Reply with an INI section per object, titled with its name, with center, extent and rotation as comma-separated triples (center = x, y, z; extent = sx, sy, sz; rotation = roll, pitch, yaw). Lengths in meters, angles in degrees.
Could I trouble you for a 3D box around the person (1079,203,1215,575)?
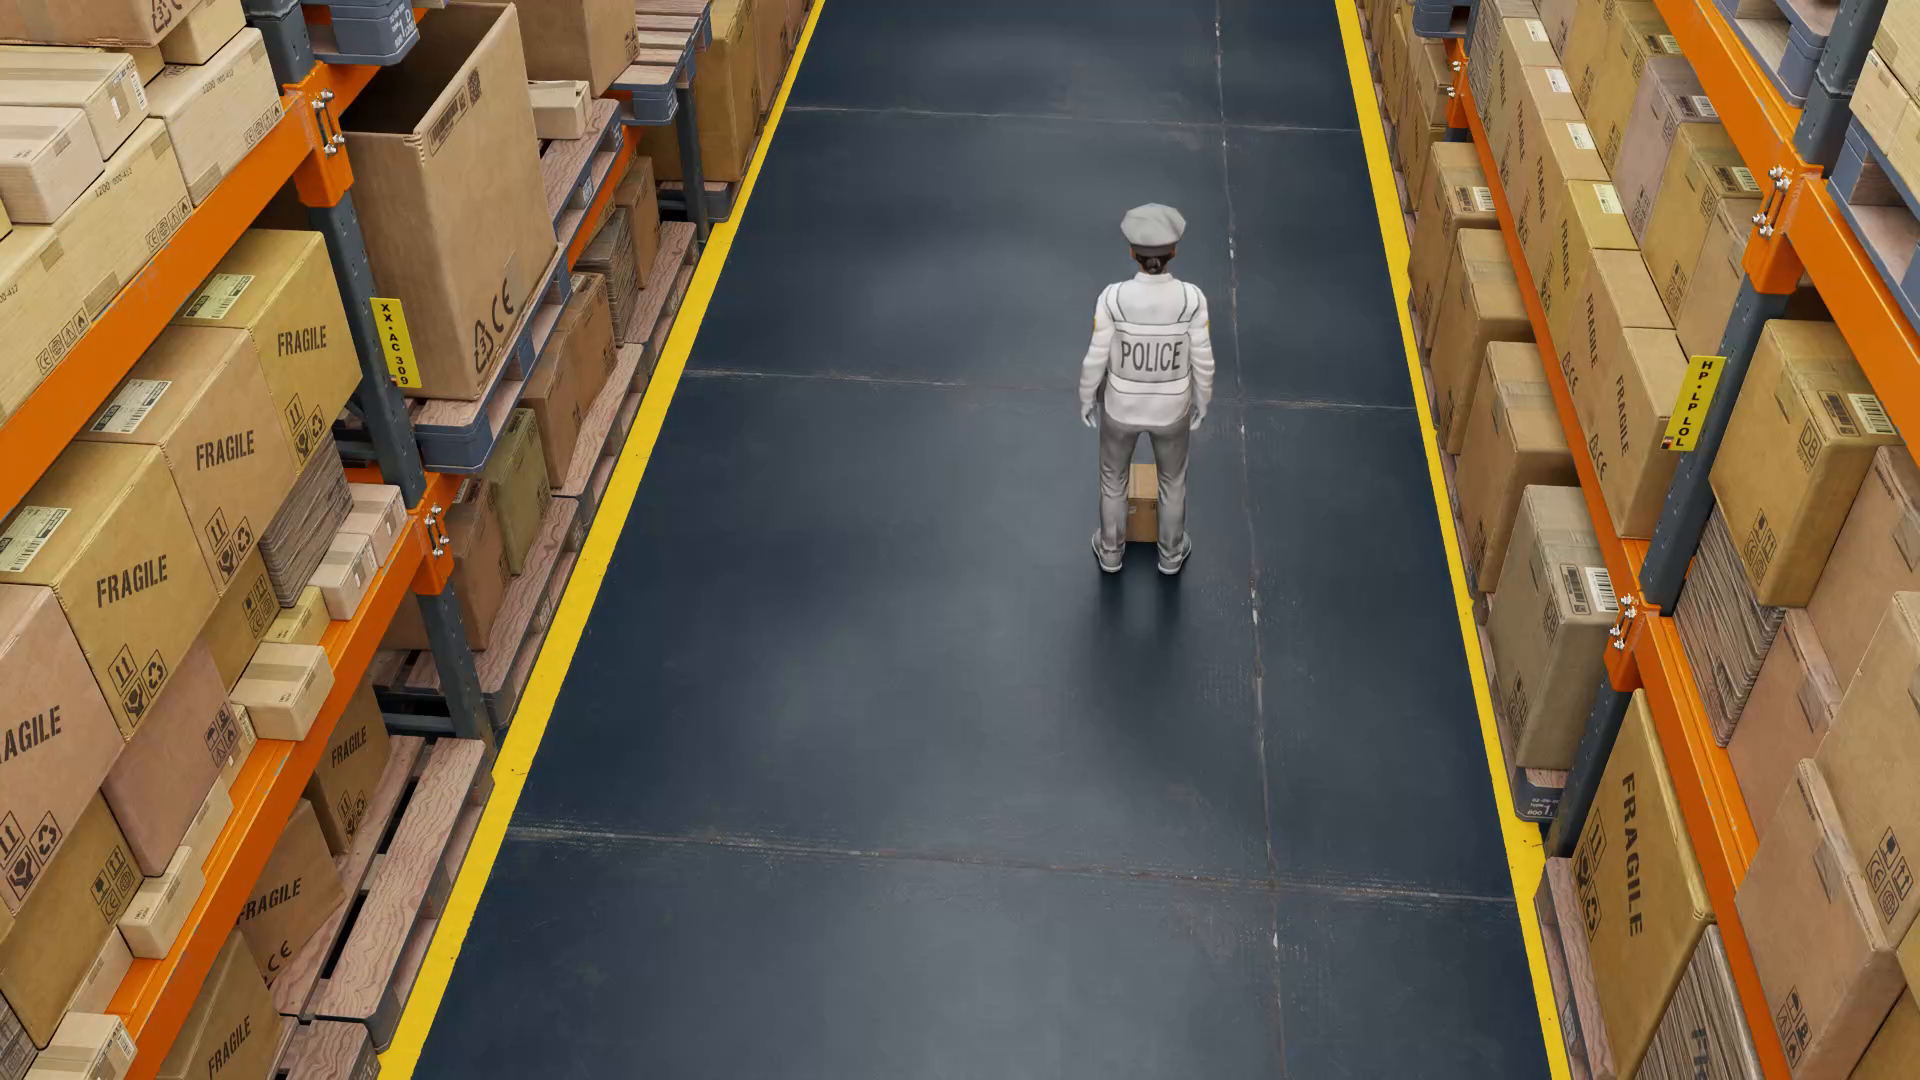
[person]
center = 0.756, -0.555, 6.808
extent = 0.539, 1.663, 0.377
rotation = 2, 40, 3
